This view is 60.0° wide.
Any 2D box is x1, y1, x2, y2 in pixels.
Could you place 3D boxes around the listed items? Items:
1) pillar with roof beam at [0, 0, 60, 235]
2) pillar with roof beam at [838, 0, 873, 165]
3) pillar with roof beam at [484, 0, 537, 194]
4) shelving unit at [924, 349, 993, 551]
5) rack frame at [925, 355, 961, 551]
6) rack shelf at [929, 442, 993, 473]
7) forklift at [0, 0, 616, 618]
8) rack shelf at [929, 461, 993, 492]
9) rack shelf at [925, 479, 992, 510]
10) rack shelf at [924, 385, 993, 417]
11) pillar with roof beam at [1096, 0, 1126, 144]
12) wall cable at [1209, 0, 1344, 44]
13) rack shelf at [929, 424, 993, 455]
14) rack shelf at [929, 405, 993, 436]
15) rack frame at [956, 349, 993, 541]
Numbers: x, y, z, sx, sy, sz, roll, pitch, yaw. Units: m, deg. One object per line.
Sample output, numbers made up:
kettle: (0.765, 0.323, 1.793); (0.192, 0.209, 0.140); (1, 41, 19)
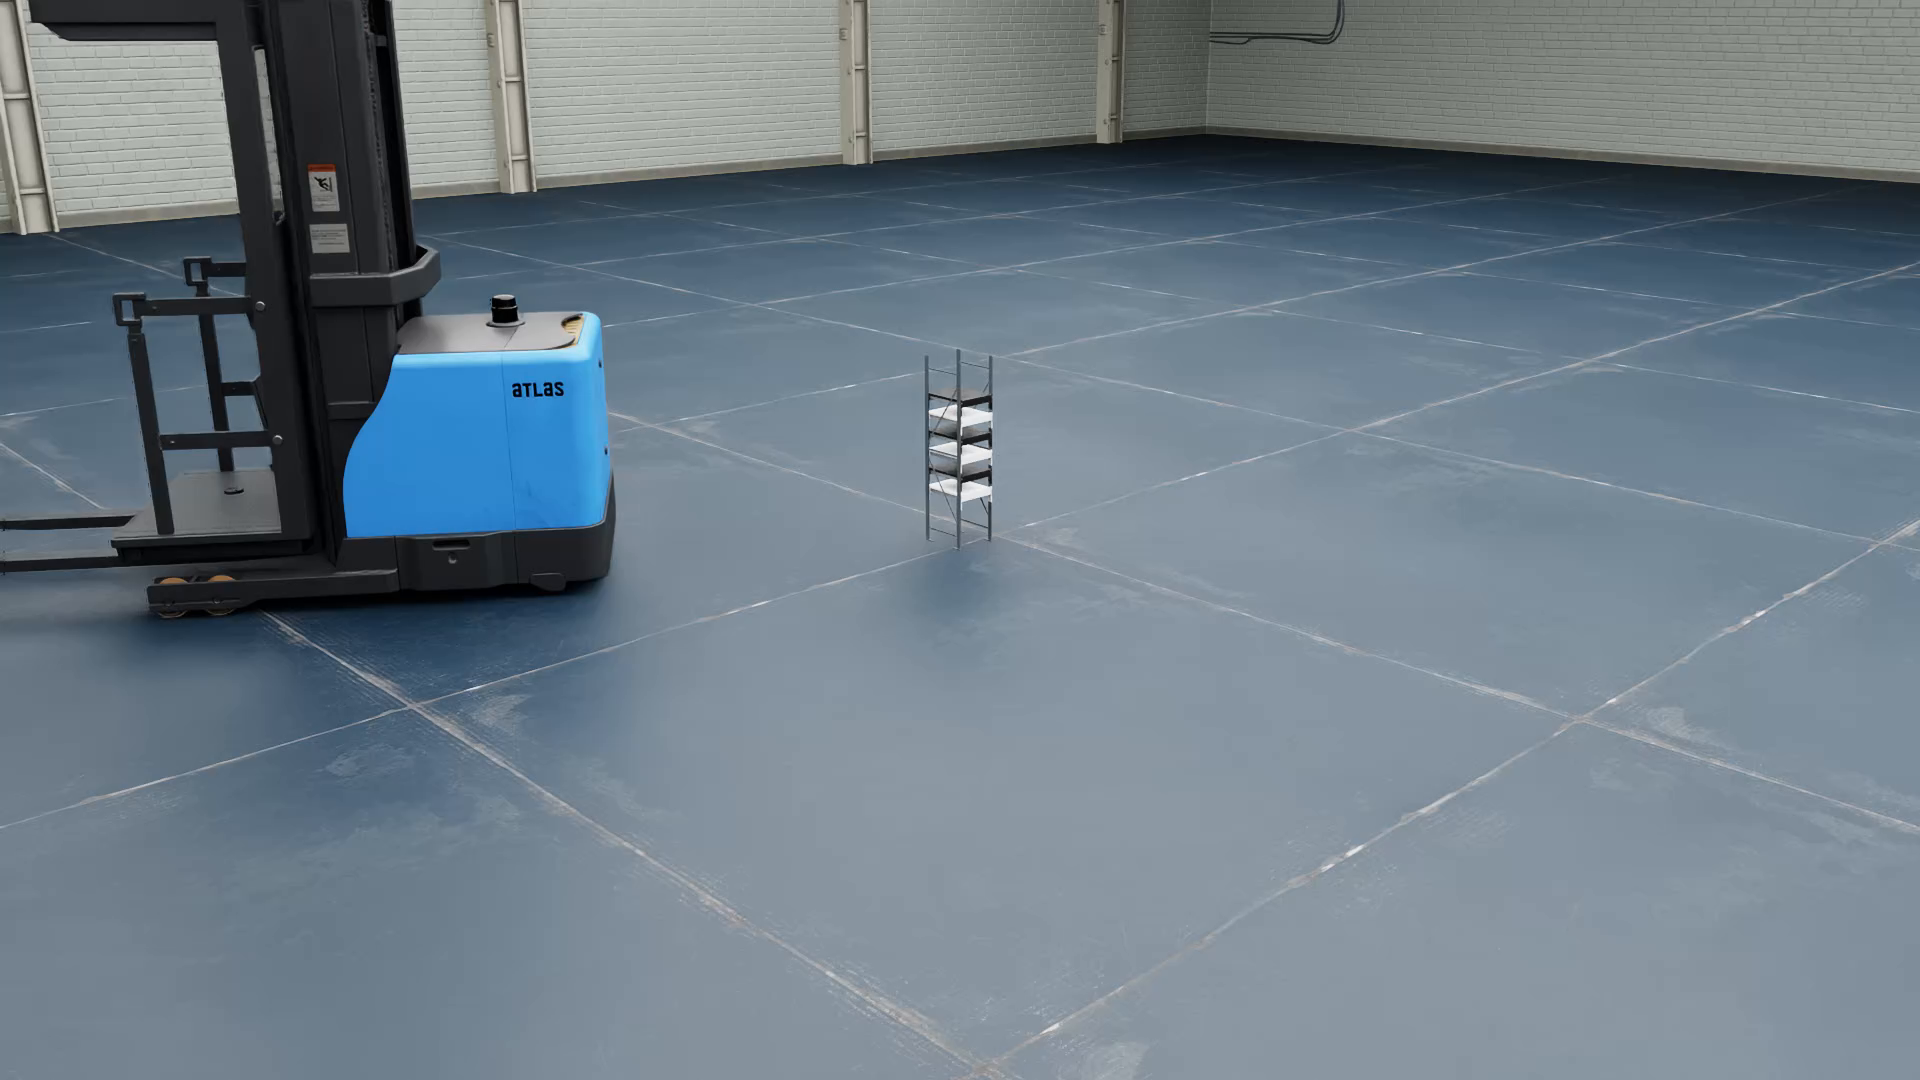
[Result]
pillar with roof beam: (-7.396, -6.772, 14.282); (0.400, 9.000, 9.100); (-16, 24, -41)
pillar with roof beam: (1.323, -9.315, 22.124); (0.400, 9.000, 9.100); (-16, 24, -41)
pillar with roof beam: (-3.037, -8.044, 18.203); (0.400, 9.000, 9.100); (-16, 24, -41)
shelving unit: (-0.006, -0.426, 7.841); (0.210, 0.900, 0.258); (-16, 24, -41)
rack frame: (-0.080, -0.405, 7.774); (0.006, 0.900, 0.240); (-16, 24, -41)
rack shelf: (-0.006, -0.395, 7.851); (0.200, 0.077, 0.258); (-16, 24, -41)
forklift: (-3.108, -1.242, 7.062); (3.031, 2.935, 1.130); (-3, 18, -9)
rack shelf: (-0.006, -0.309, 7.879); (0.200, 0.077, 0.258); (-16, 24, -41)
rack shelf: (-0.006, -0.223, 7.906); (0.200, 0.077, 0.258); (-16, 24, -41)
rack shelf: (-0.006, -0.651, 7.768); (0.200, 0.077, 0.258); (-16, 24, -41)
pillar with roof beam: (5.683, -10.586, 26.046); (0.400, 9.000, 9.100); (-16, 24, -41)
wall cable: (5.774, -10.402, 30.511); (0.112, 2.526, 3.097); (-16, 24, -41)
rack shelf: (-0.006, -0.480, 7.823); (0.200, 0.077, 0.258); (-16, 24, -41)
rack shelf: (-0.006, -0.566, 7.795); (0.200, 0.077, 0.258); (-16, 24, -41)
rack frame: (0.068, -0.448, 7.907); (0.006, 0.900, 0.240); (-16, 24, -41)
